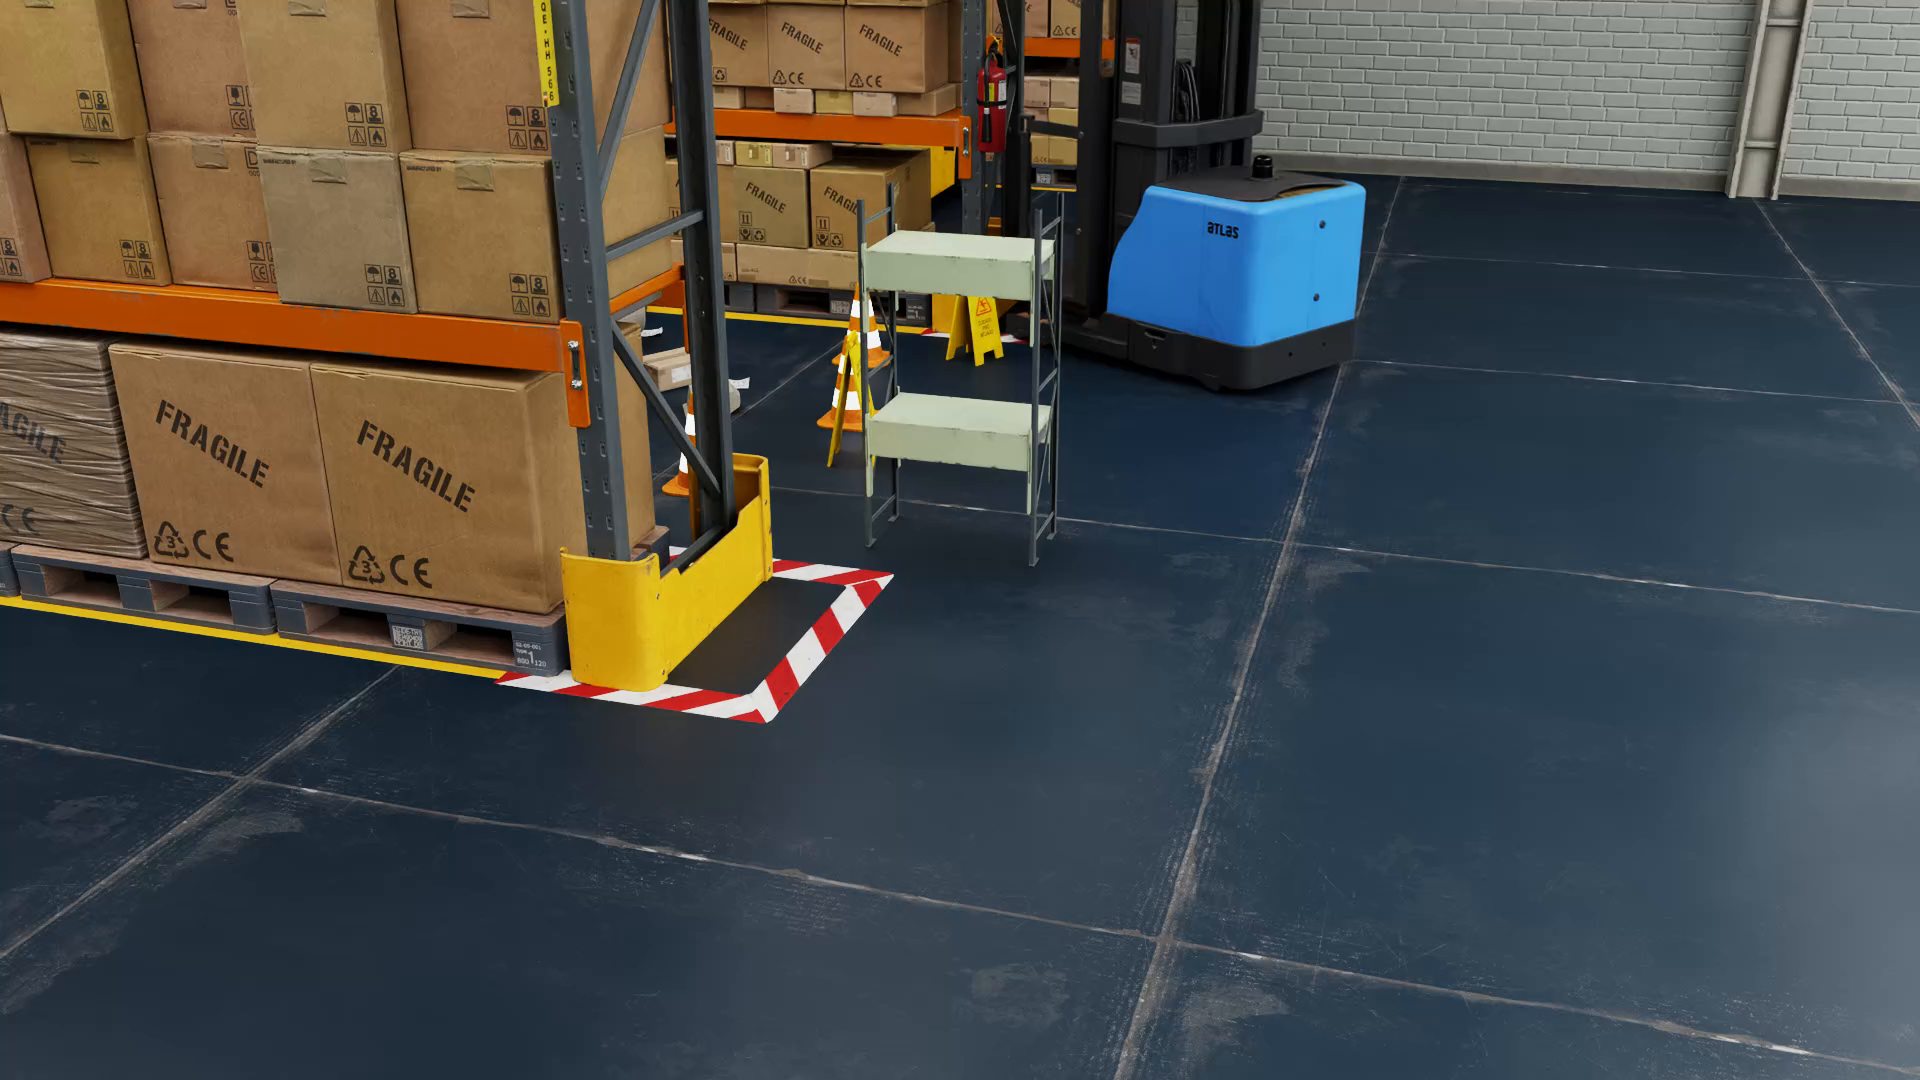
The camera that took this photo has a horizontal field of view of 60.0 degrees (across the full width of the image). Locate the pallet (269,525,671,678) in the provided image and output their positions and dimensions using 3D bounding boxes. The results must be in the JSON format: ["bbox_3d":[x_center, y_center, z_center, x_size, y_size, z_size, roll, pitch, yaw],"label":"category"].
[{"bbox_3d":[-1.907,0.159,6.604,1.213,0.211,1.003,7,23,15],"label":"pallet"}]

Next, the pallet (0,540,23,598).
[{"bbox_3d":[-4.243,-0.108,7.256,1.213,0.211,1.003,7,23,15],"label":"pallet"}]

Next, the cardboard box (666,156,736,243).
[{"bbox_3d":[-1.610,-2.257,10.902,0.500,0.500,0.500,6,23,14],"label":"cardboard box"}]

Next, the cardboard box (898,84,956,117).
[{"bbox_3d":[-0.205,-2.728,10.300,0.250,0.149,0.380,7,23,17],"label":"cardboard box"}]

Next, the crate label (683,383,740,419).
[{"bbox_3d":[-1.335,-0.758,8.938,0.298,0.136,0.250,-5,23,-12],"label":"crate label"}]

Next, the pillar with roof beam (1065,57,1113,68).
[{"bbox_3d":[-0.005,-6.300,10.772,0.400,9.000,9.100,7,23,16],"label":"pillar with roof beam"}]

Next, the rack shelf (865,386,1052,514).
[{"bbox_3d":[0.006,-0.392,7.107,0.720,0.370,0.431,7,23,16],"label":"rack shelf"}]

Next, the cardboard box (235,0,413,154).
[{"bbox_3d":[-2.016,-1.722,5.895,0.550,0.550,0.875,7,23,16],"label":"cardboard box"}]

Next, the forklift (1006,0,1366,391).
[{"bbox_3d":[0.941,-2.655,9.880,1.130,2.935,3.031,-19,29,-38],"label":"forklift"}]

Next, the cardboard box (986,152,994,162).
[{"bbox_3d":[0.154,-3.660,15.310,0.500,0.250,0.500,7,23,16],"label":"cardboard box"}]

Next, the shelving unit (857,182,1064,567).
[{"bbox_3d":[0.006,-0.693,6.984,0.755,1.500,0.431,7,23,16],"label":"shelving unit"}]

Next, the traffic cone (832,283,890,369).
[{"bbox_3d":[-0.570,-1.286,9.795,0.334,0.463,0.336,7,23,16],"label":"traffic cone"}]

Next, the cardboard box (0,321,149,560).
[{"bbox_3d":[-3.502,-0.530,6.855,0.875,0.875,0.875,7,23,16],"label":"cardboard box"}]

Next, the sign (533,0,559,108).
[{"bbox_3d":[-1.289,-1.521,5.188,0.005,0.325,0.100,7,23,16],"label":"sign"}]

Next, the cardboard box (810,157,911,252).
[{"bbox_3d":[-0.628,-2.143,10.624,0.500,0.500,0.500,7,23,16],"label":"cardboard box"}]

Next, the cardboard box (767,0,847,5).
[{"bbox_3d":[-0.820,-3.563,10.161,0.500,0.500,0.700,7,23,16],"label":"cardboard box"}]

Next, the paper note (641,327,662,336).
[{"bbox_3d":[-1.942,-1.305,10.410,0.148,0.019,0.142,-1,22,-3],"label":"paper note"}]

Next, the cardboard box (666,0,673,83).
[{"bbox_3d":[-1.820,-3.200,10.594,0.500,0.500,0.500,7,23,16],"label":"cardboard box"}]

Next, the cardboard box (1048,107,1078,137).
[{"bbox_3d":[1.088,-3.778,14.939,0.500,0.250,0.500,6,23,15],"label":"cardboard box"}]

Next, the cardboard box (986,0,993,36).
[{"bbox_3d":[0.113,-4.806,14.902,0.500,0.500,0.500,6,23,14],"label":"cardboard box"}]

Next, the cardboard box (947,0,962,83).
[{"bbox_3d":[-0.159,-3.218,10.638,0.500,0.500,0.500,6,23,15],"label":"cardboard box"}]

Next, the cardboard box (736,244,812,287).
[{"bbox_3d":[-1.131,-1.854,10.907,0.500,0.250,0.500,7,23,16],"label":"cardboard box"}]

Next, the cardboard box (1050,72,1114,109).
[{"bbox_3d":[1.114,-4.007,14.838,0.500,0.250,0.500,7,23,17],"label":"cardboard box"}]

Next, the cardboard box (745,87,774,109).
[{"bbox_3d":[-1.179,-2.848,10.591,0.250,0.149,0.380,7,23,16],"label":"cardboard box"}]

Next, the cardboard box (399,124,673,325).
[{"bbox_3d":[-1.487,-1.165,5.961,0.550,0.550,0.875,7,23,16],"label":"cardboard box"}]

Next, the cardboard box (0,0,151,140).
[{"bbox_3d":[-3.058,-1.844,6.192,0.500,0.550,0.875,7,23,16],"label":"cardboard box"}]

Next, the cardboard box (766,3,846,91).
[{"bbox_3d":[-0.863,-3.081,10.305,0.500,0.500,0.500,7,23,16],"label":"cardboard box"}]

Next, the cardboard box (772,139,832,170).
[{"bbox_3d":[-0.999,-2.459,10.540,0.250,0.149,0.380,7,23,17],"label":"cardboard box"}]

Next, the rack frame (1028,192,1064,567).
[{"bbox_3d":[0.357,-0.653,6.886,0.023,1.500,0.400,7,23,16],"label":"rack frame"}]

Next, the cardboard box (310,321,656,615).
[{"bbox_3d":[-1.787,-0.333,6.376,0.875,0.875,0.875,7,23,16],"label":"cardboard box"}]

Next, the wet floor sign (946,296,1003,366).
[{"bbox_3d":[0.087,-1.382,9.790,0.232,0.644,0.267,16,27,34],"label":"wet floor sign"}]

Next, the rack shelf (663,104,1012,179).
[{"bbox_3d":[-1.700,-2.768,11.012,4.000,0.370,1.077,7,23,16],"label":"rack shelf"}]

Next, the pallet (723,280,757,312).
[{"bbox_3d":[-1.790,-1.836,11.467,1.213,0.211,1.003,7,23,16],"label":"pallet"}]

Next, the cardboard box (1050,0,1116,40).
[{"bbox_3d":[1.098,-4.690,14.619,0.500,0.500,0.500,6,23,14],"label":"cardboard box"}]

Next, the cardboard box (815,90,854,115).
[{"bbox_3d":[-0.719,-2.752,10.357,0.250,0.149,0.380,6,23,15],"label":"cardboard box"}]

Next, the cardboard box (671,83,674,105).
[{"bbox_3d":[-1.663,-2.903,10.725,0.250,0.149,0.380,7,23,16],"label":"cardboard box"}]

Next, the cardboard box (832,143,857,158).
[{"bbox_3d":[-1.003,-2.397,11.243,0.500,0.500,0.500,6,23,14],"label":"cardboard box"}]

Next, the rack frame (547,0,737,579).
[{"bbox_3d":[-1.119,-1.072,5.930,0.127,3.000,1.000,7,23,16],"label":"rack frame"}]

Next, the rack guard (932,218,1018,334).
[{"bbox_3d":[0.142,-1.733,10.836,0.348,0.500,1.175,7,23,16],"label":"rack guard"}]

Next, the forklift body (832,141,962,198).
[{"bbox_3d":[-0.698,-3.837,13.791,1.214,2.155,2.313,7,23,16],"label":"forklift body"}]

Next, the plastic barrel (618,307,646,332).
[{"bbox_3d":[-2.200,-1.366,10.041,0.512,0.421,0.421,-14,26,-30],"label":"plastic barrel"}]

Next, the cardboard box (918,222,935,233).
[{"bbox_3d":[-0.478,-1.992,11.244,0.500,0.250,0.500,6,23,15],"label":"cardboard box"}]

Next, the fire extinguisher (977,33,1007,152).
[{"bbox_3d":[0.191,-2.665,9.917,0.183,0.674,0.296,7,23,16],"label":"fire extinguisher"}]

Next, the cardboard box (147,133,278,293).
[{"bbox_3d":[-2.520,-1.325,6.349,0.550,0.550,0.875,7,23,16],"label":"cardboard box"}]

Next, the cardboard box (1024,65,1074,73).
[{"bbox_3d":[0.760,-4.245,15.418,0.500,0.250,0.500,7,23,16],"label":"cardboard box"}]

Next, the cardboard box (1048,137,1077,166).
[{"bbox_3d":[1.104,-3.544,15.027,0.500,0.250,0.500,7,23,16],"label":"cardboard box"}]

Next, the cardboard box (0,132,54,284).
[{"bbox_3d":[-3.575,-1.389,6.507,0.550,0.550,0.875,7,23,16],"label":"cardboard box"}]

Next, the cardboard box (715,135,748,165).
[{"bbox_3d":[-1.490,-2.518,10.682,0.250,0.149,0.380,8,23,18],"label":"cardboard box"}]
